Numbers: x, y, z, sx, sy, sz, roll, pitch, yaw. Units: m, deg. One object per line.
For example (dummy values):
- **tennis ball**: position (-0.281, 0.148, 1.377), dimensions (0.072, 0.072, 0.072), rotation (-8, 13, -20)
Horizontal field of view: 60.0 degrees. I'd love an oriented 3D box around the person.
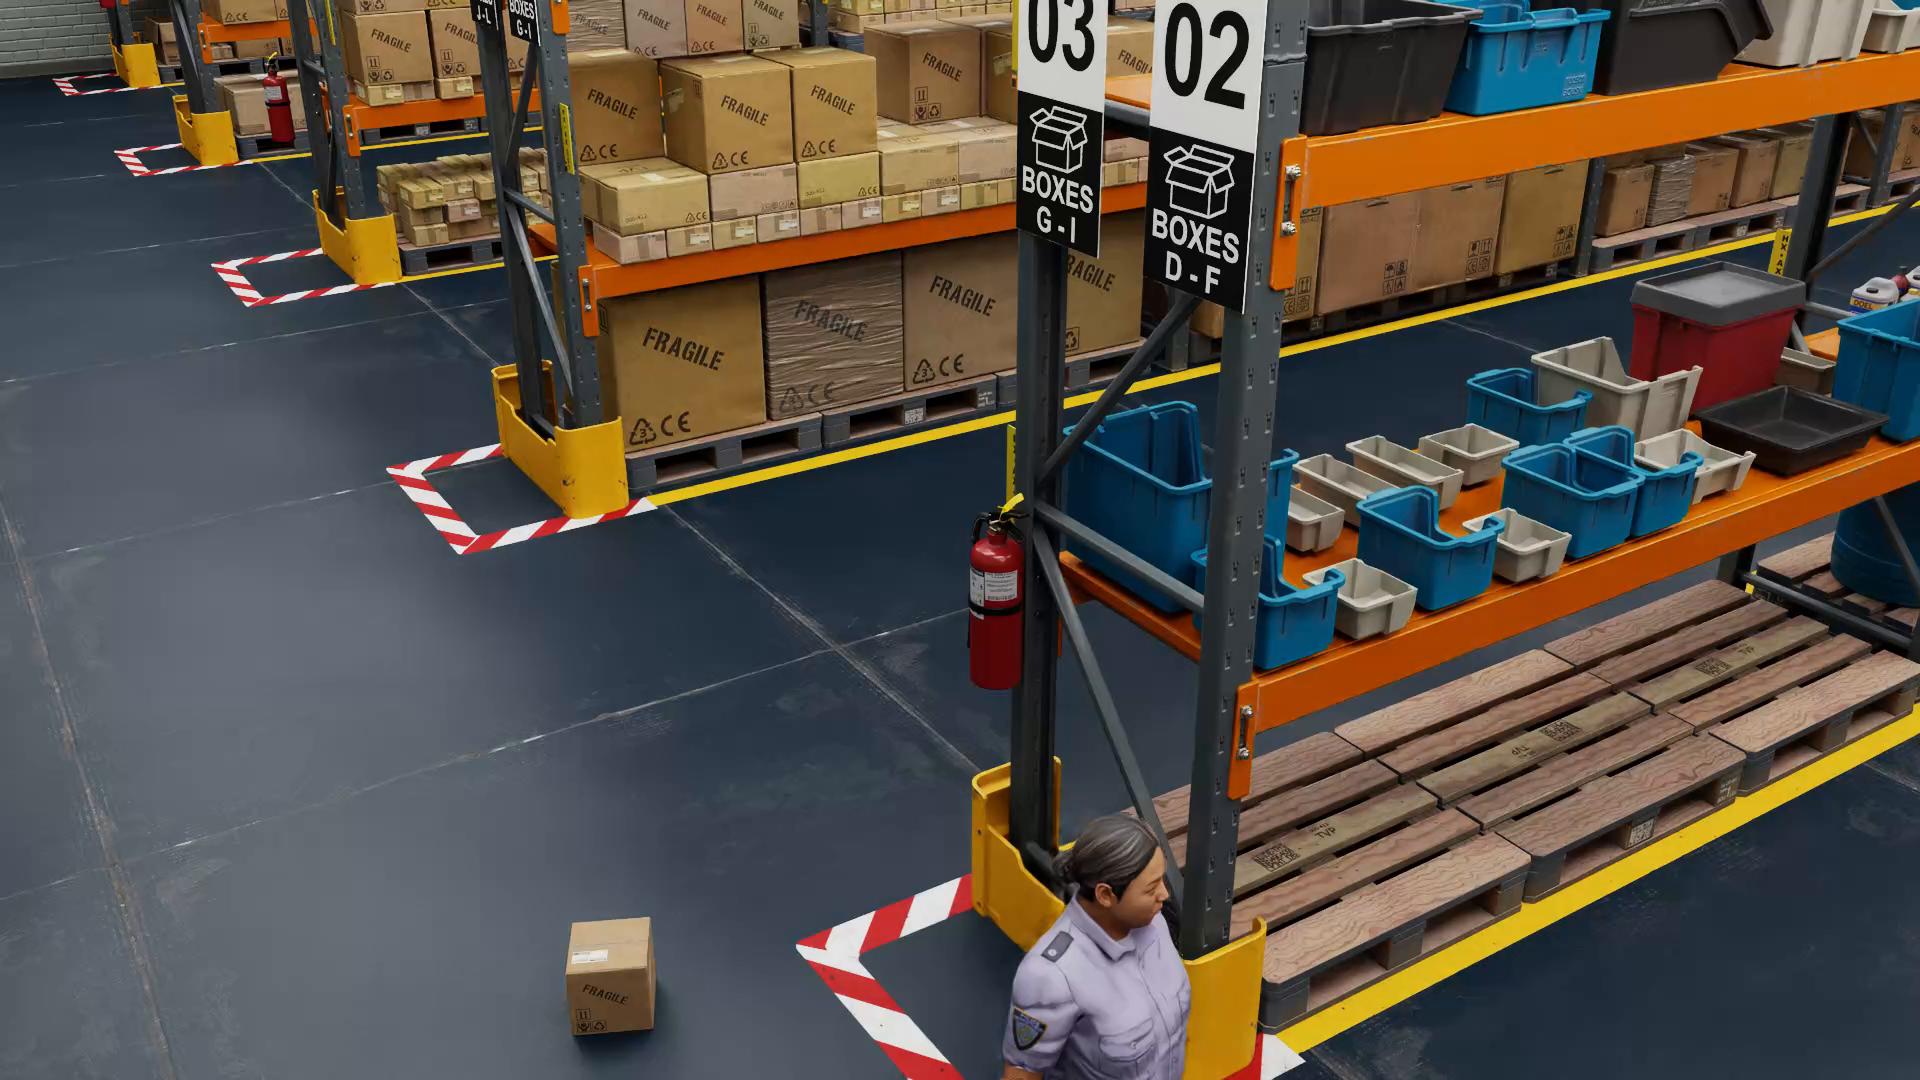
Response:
- **person**: position (0.311, 1.387, 3.737), dimensions (0.474, 1.704, 0.560), rotation (16, 30, 31)
